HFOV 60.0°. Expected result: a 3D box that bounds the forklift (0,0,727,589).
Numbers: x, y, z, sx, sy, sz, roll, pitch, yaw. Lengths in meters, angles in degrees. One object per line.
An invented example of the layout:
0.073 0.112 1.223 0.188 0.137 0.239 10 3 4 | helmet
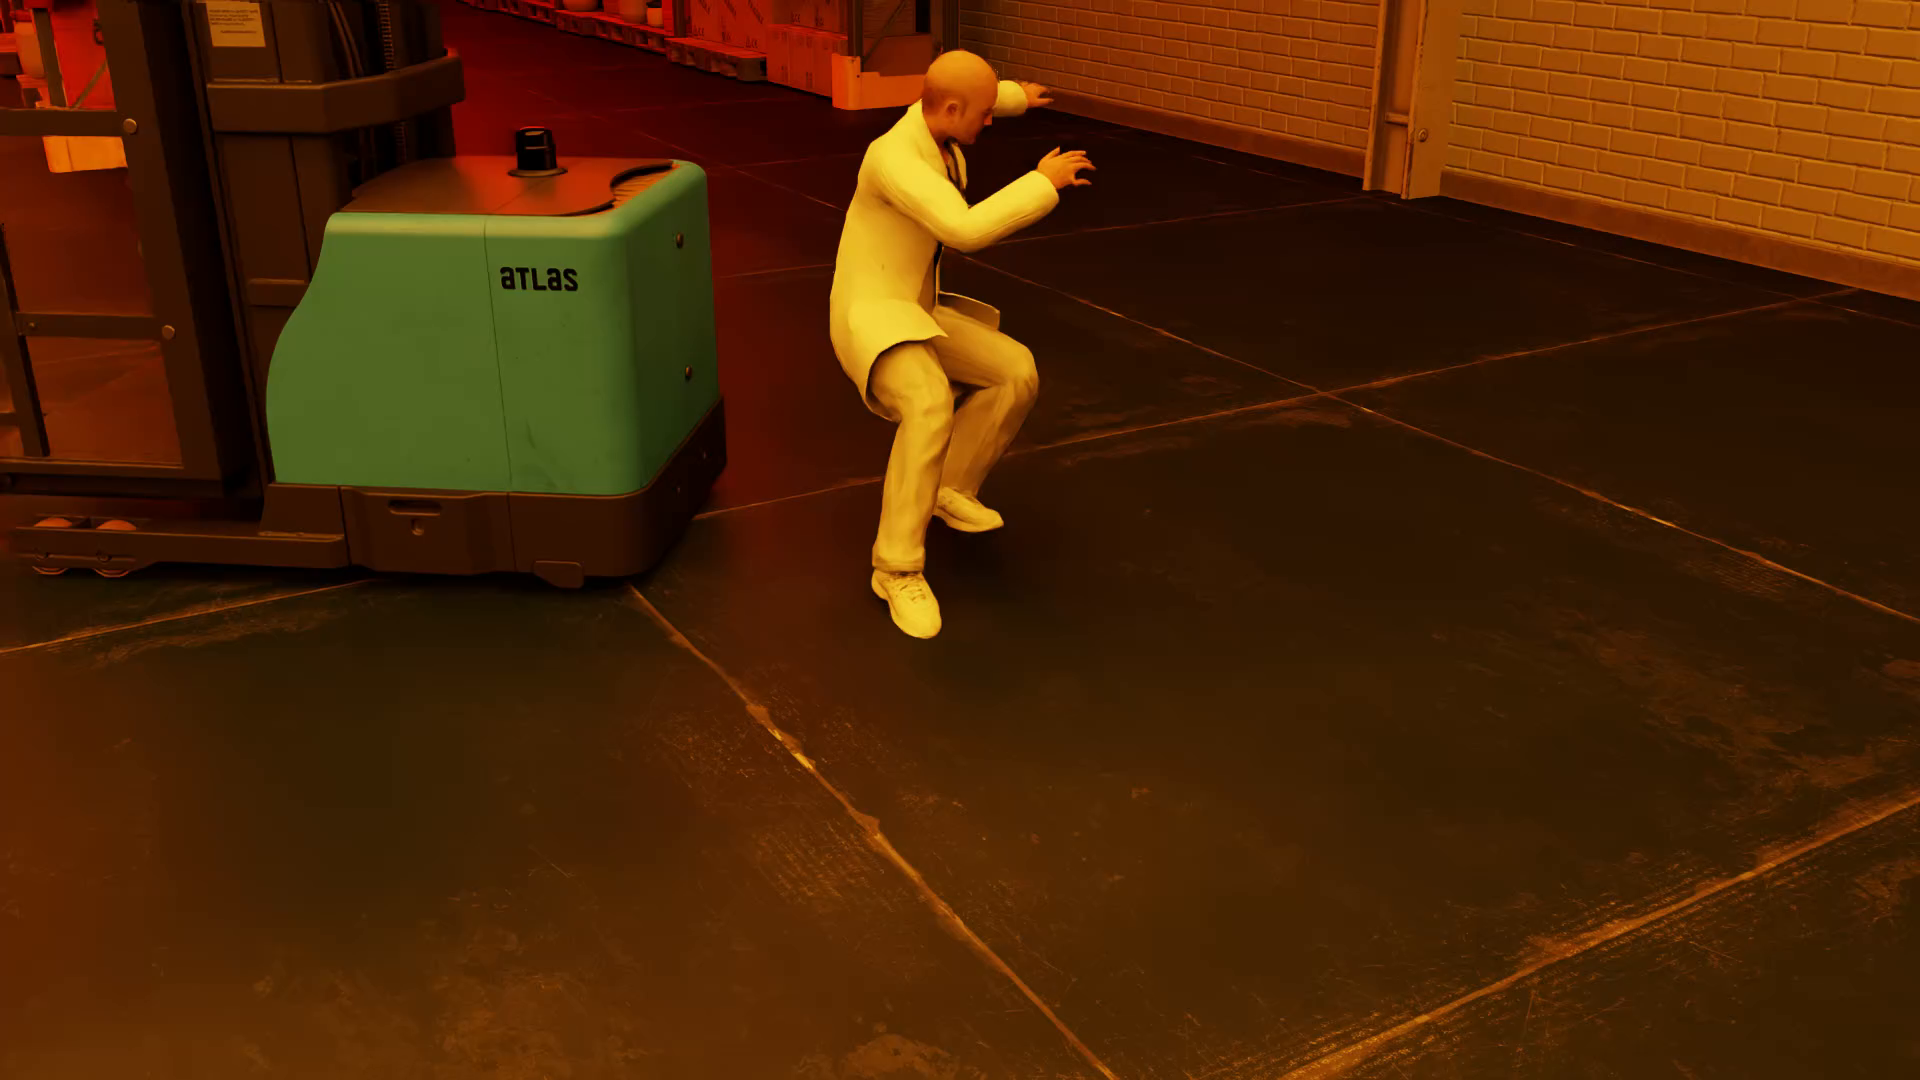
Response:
-2.331 -1.441 4.786 3.031 2.935 1.130 2 22 6 | forklift

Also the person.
0.036 -0.713 4.978 0.774 1.469 1.644 8 24 19 | person
